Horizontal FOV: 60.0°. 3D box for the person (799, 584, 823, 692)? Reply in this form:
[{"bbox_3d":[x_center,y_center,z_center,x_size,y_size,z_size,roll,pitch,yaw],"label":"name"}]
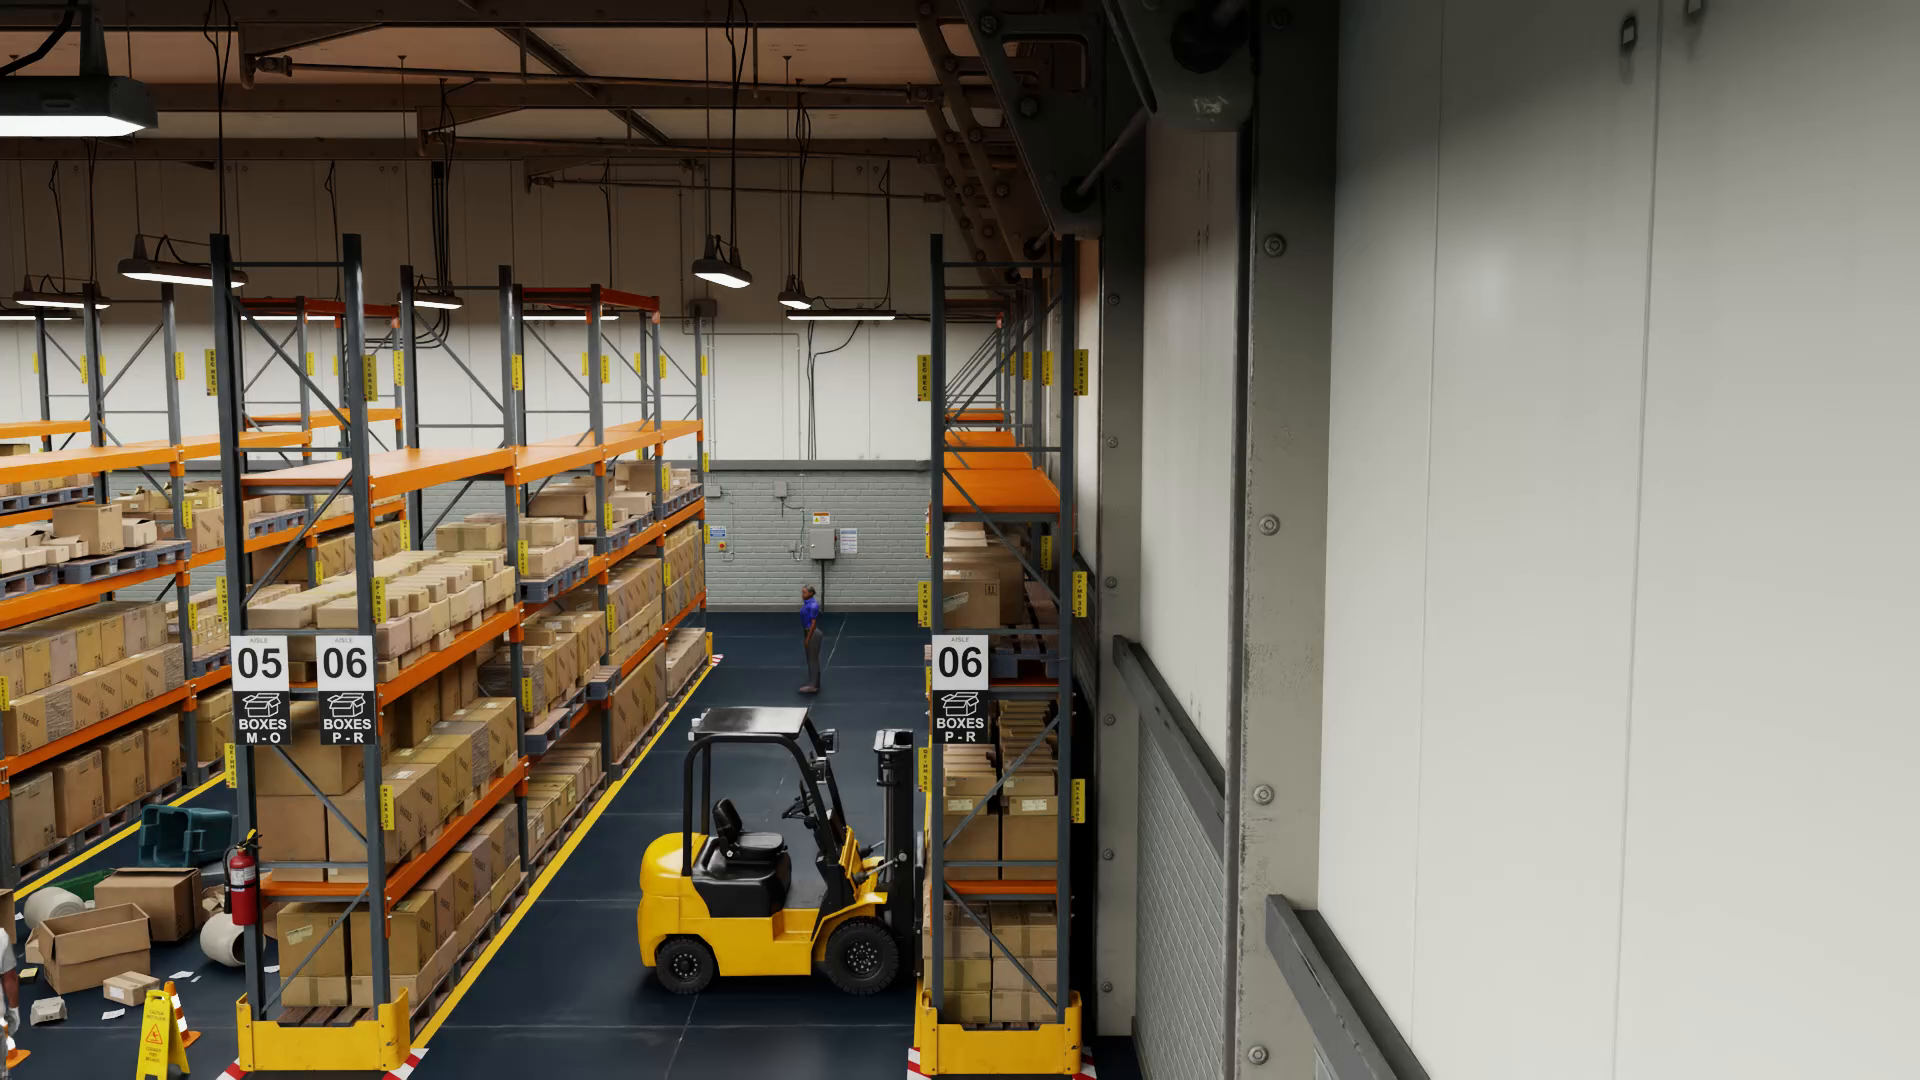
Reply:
[{"bbox_3d":[-2.324,1.506,25.635,0.383,1.669,0.456,-2,7,-17],"label":"person"}]

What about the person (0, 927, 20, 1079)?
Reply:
[{"bbox_3d":[-6.416,3.100,10.718,0.496,1.807,0.593,4,7,32],"label":"person"}]
